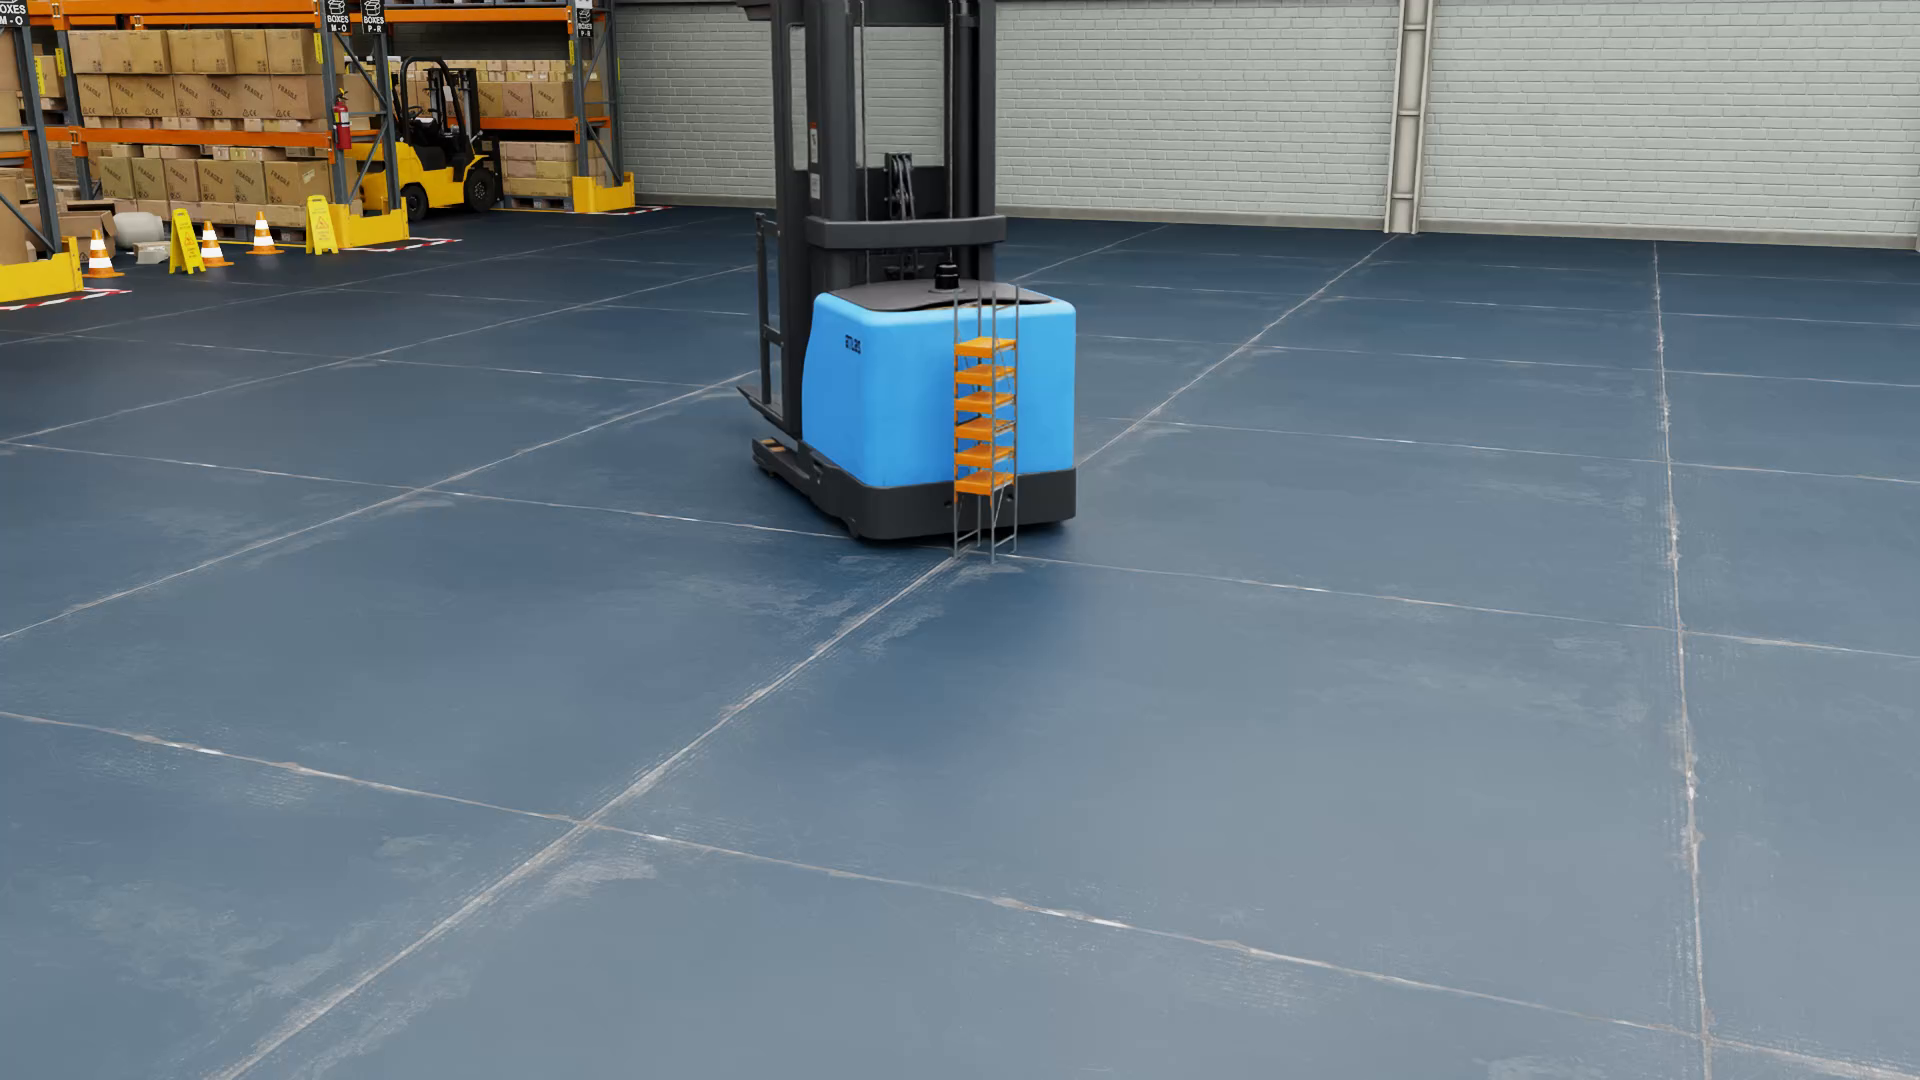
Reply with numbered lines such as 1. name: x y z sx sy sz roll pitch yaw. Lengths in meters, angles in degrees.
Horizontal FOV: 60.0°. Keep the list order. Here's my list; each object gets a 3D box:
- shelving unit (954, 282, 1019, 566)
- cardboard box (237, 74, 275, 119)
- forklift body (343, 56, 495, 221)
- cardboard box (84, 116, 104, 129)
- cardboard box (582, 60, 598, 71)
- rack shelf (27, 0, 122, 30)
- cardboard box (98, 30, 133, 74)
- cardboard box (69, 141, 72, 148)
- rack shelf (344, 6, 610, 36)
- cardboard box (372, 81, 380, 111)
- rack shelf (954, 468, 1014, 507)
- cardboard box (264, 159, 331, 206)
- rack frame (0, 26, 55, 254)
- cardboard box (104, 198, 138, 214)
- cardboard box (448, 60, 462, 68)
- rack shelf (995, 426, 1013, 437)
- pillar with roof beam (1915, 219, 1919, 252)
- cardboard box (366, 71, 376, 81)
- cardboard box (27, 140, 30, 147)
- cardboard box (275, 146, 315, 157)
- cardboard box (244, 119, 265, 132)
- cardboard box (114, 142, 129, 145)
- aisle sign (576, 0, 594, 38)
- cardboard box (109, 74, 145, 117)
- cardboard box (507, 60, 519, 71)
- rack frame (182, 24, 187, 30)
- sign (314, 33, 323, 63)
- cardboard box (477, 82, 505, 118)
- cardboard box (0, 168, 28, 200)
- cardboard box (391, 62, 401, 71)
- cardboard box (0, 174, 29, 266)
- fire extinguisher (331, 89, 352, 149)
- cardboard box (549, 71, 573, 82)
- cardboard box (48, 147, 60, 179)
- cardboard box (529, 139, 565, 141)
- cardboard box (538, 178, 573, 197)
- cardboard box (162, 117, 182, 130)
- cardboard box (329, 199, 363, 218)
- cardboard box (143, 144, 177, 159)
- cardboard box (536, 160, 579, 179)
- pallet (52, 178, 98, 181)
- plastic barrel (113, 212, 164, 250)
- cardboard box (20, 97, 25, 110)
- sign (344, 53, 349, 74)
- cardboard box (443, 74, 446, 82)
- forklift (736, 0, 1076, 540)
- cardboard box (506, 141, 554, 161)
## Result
1. shelving unit: 0.115 -0.506 7.262 0.189 1.200 0.258 9 18 27
2. cardboard box: -8.110 -5.229 19.592 0.500 0.500 0.500 6 17 21
3. forklift body: -7.656 -5.603 23.115 1.214 2.155 2.313 6 17 21
4. cardboard box: -10.586 -5.175 20.569 0.250 0.149 0.380 6 17 20
5. cardboard box: -5.456 -6.882 24.121 0.250 0.149 0.380 6 17 20
6. rack shelf: -12.622 -6.710 21.318 4.000 0.370 1.077 6 17 21
7. cardboard box: -9.964 -5.923 20.189 0.500 0.500 0.700 6 17 21
8. cardboard box: -14.440 -6.548 27.416 0.250 0.149 0.380 5 17 18
9. rack shelf: -7.083 -7.589 24.345 4.000 0.370 1.077 6 17 21
10. cardboard box: -8.626 -6.634 24.964 0.500 0.500 0.500 6 17 19
11. rack shelf: 0.115 -0.233 7.341 0.180 0.103 0.258 9 18 27
12. cardboard box: -7.881 -4.257 19.792 0.500 0.500 0.500 6 17 21
13. rack frame: -8.764 -3.707 15.061 0.053 2.616 0.949 6 17 21
14. cardboard box: -10.311 -4.162 20.807 0.500 0.250 0.500 5 17 18
15. cardboard box: -7.290 -6.959 24.389 0.250 0.149 0.380 6 17 21
16. rack shelf: 0.115 -0.482 7.269 0.166 0.020 0.199 9 18 27
17. pillar with roof beam: 9.626 -6.518 13.983 0.400 9.000 9.100 6 17 21
18. cardboard box: -17.261 -4.780 20.644 12.878 1.949 15.192 6 17 20
19. cardboard box: -15.360 -6.668 27.829 0.250 0.149 0.380 6 17 20
20. cardboard box: -10.152 -5.892 26.094 0.625 0.625 0.875 6 17 20
21. cardboard box: -8.224 -4.911 19.661 0.250 0.149 0.380 7 17 22
22. cardboard box: -13.482 -6.425 26.993 0.250 0.149 0.380 5 17 18
23. aisle sign: -5.269 -7.455 23.310 0.004 0.787 0.394 6 17 21
24. cardboard box: -9.979 -5.439 20.316 0.500 0.500 0.500 6 17 20
25. cardboard box: -6.331 -6.855 24.031 0.250 0.149 0.380 6 17 21
26. rack frame: -12.666 -7.107 26.774 0.053 2.616 0.949 6 17 21
27. sign: -7.262 -5.568 18.828 0.005 0.325 0.100 6 17 21
28. cardboard box: -6.733 -6.427 24.254 0.500 0.500 0.500 6 17 20
29. cardboard box: -11.386 -4.109 19.574 0.500 0.500 0.500 6 17 21
30. cardboard box: -8.239 -7.064 24.751 0.250 0.149 0.380 6 17 20
31. cardboard box: -9.417 -2.941 15.482 0.875 0.875 0.875 6 17 21
32. fire extinguisher: -7.103 -4.833 19.081 0.183 0.674 0.296 6 17 21
33. cardboard box: -5.648 -6.612 23.725 0.250 0.149 0.380 7 17 21
34. cardboard box: -15.056 -6.306 27.746 0.500 0.500 0.500 6 17 19
35. cardboard box: -6.066 -5.799 24.655 0.500 0.250 0.500 6 17 21
36. cardboard box: -5.775 -5.137 24.166 0.500 0.250 0.500 6 17 21
37. cardboard box: -9.399 -5.042 20.110 0.250 0.149 0.380 6 17 21
38. cardboard box: -7.689 -4.037 20.378 0.500 0.250 0.500 6 17 20
39. cardboard box: -9.738 -4.753 20.335 0.250 0.149 0.380 7 18 23
40. cardboard box: -5.790 -5.379 24.105 0.500 0.250 0.500 6 17 20
41. pallet: -14.476 -5.980 27.894 1.213 0.211 1.003 6 17 21
42. plastic barrel: -9.517 -3.583 19.257 0.512 0.421 0.421 -9 18 -27
43. cardboard box: -11.580 -5.504 20.952 0.250 0.149 0.380 6 17 19
44. sign: -9.133 -7.075 24.729 0.005 0.325 0.100 6 17 21
45. cardboard box: -7.563 -6.819 24.439 0.250 0.149 0.380 6 17 19
46. forklift: -0.477 -1.734 8.548 1.129 2.843 3.031 -6 17 -21
47. cardboard box: -6.242 -5.668 24.202 0.500 0.250 0.500 7 17 22
